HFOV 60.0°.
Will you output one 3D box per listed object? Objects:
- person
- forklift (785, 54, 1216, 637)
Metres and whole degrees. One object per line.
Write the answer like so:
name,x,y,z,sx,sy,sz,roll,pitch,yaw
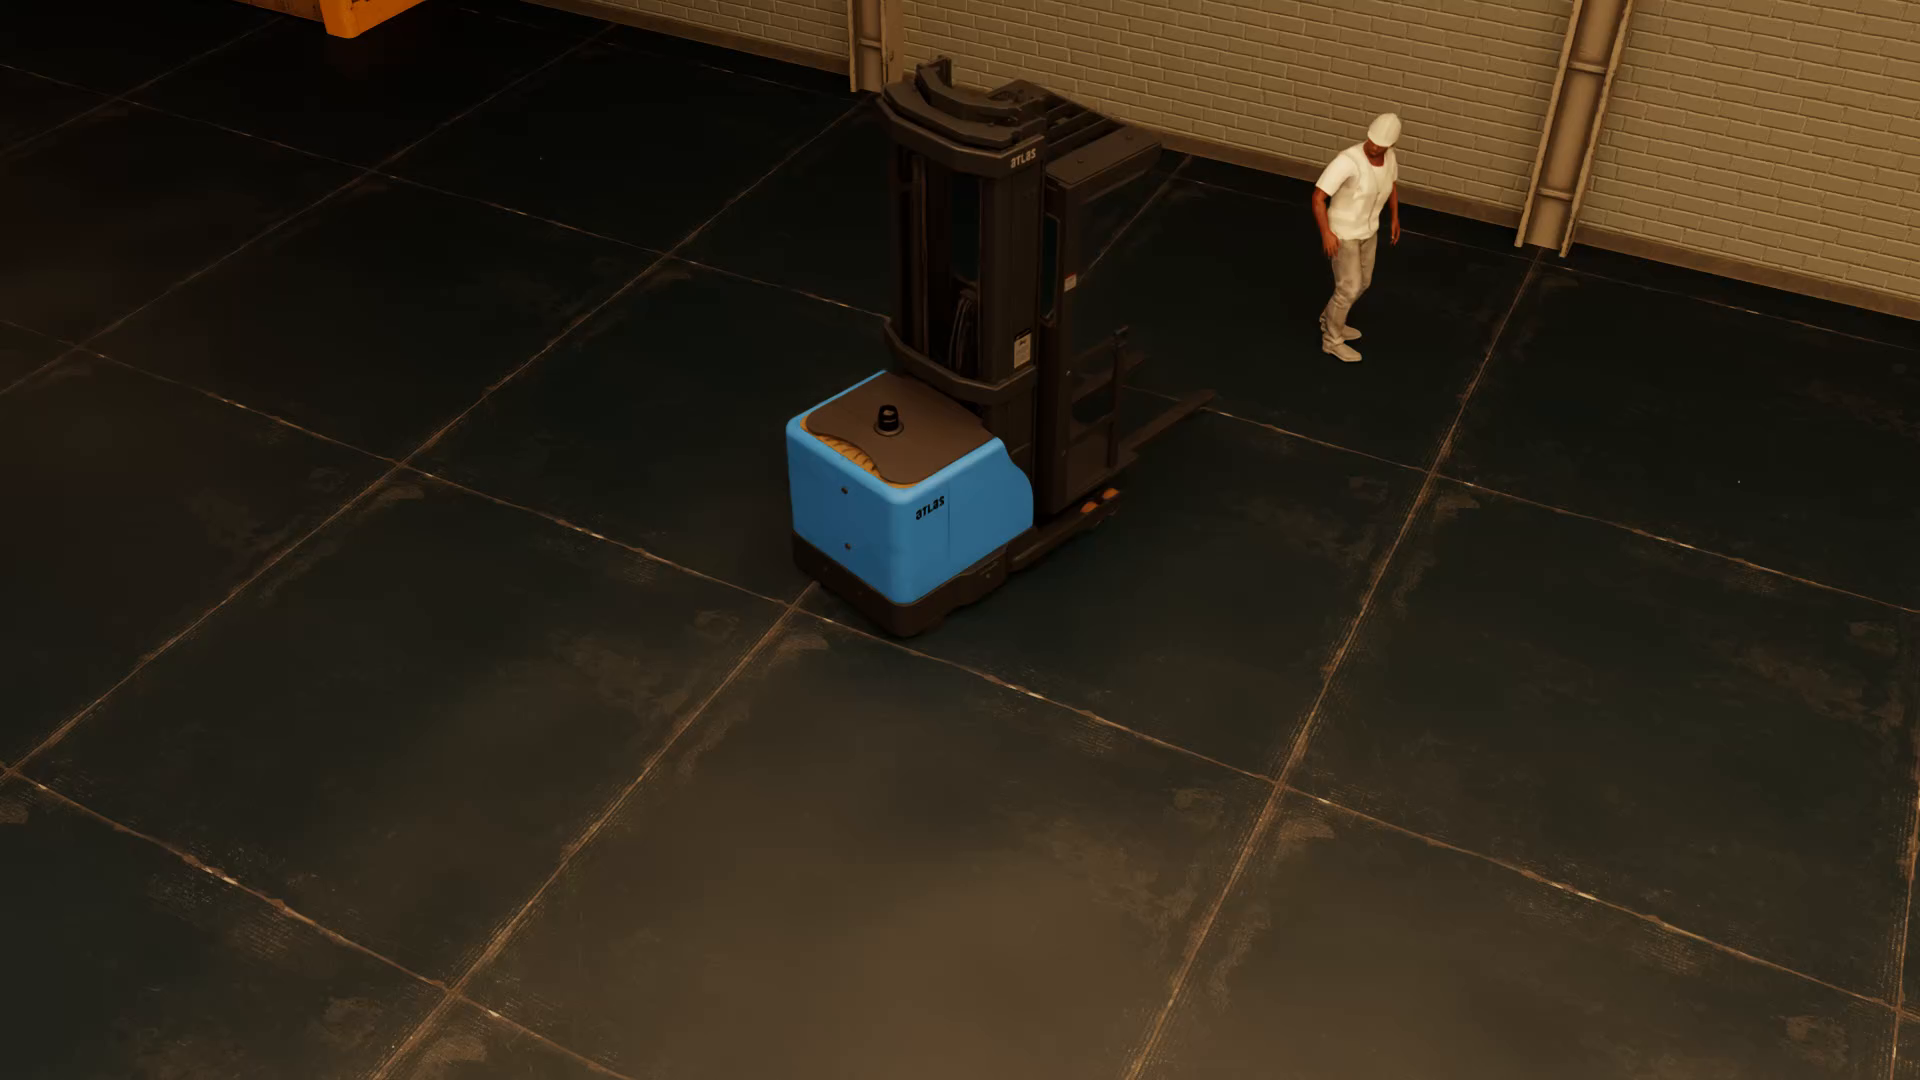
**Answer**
person,2.765,-2.097,11.409,0.789,1.730,0.514,-32,49,-32
forklift,0.397,-1.408,9.659,3.031,2.935,1.130,-32,50,-32
